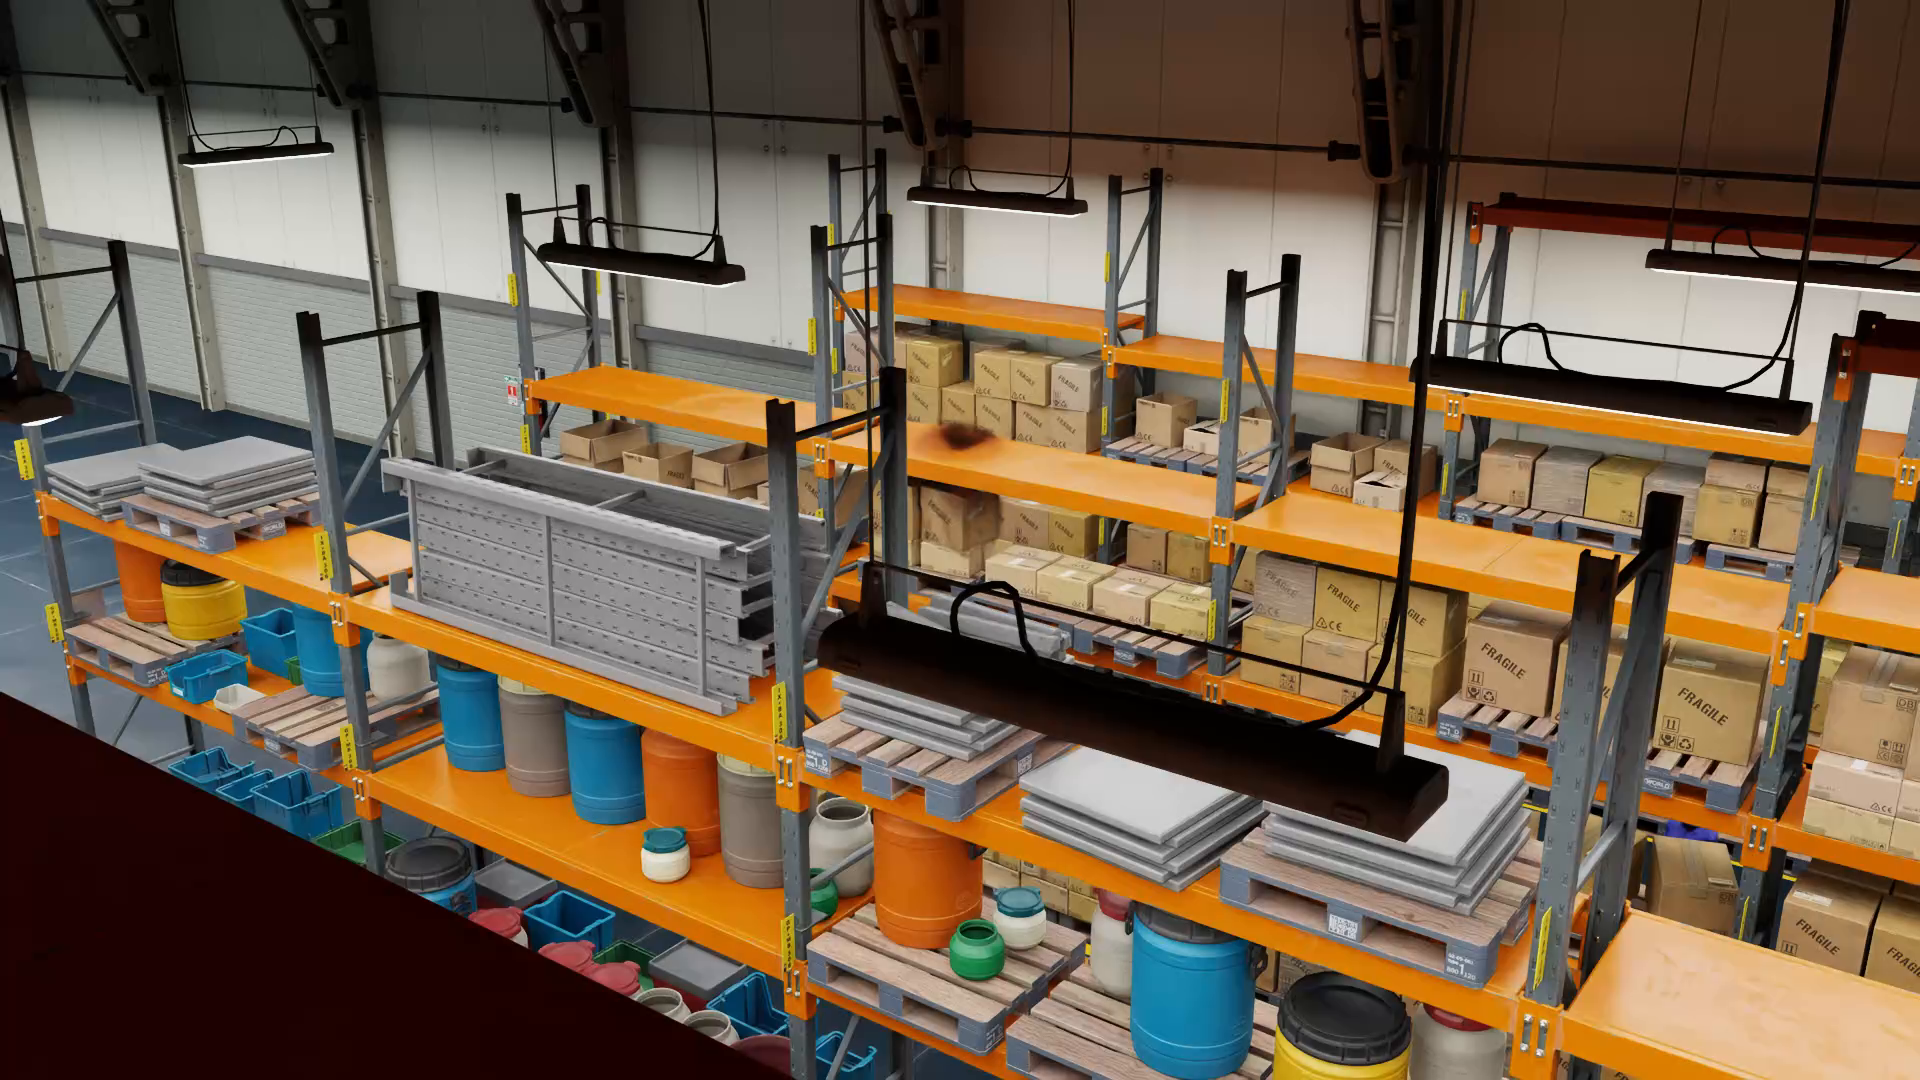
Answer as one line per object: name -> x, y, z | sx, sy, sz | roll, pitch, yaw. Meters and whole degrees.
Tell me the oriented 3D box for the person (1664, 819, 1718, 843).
person -> 6.020, 2.880, 13.915 | 0.493, 1.680, 0.472 | -15, 24, -38
